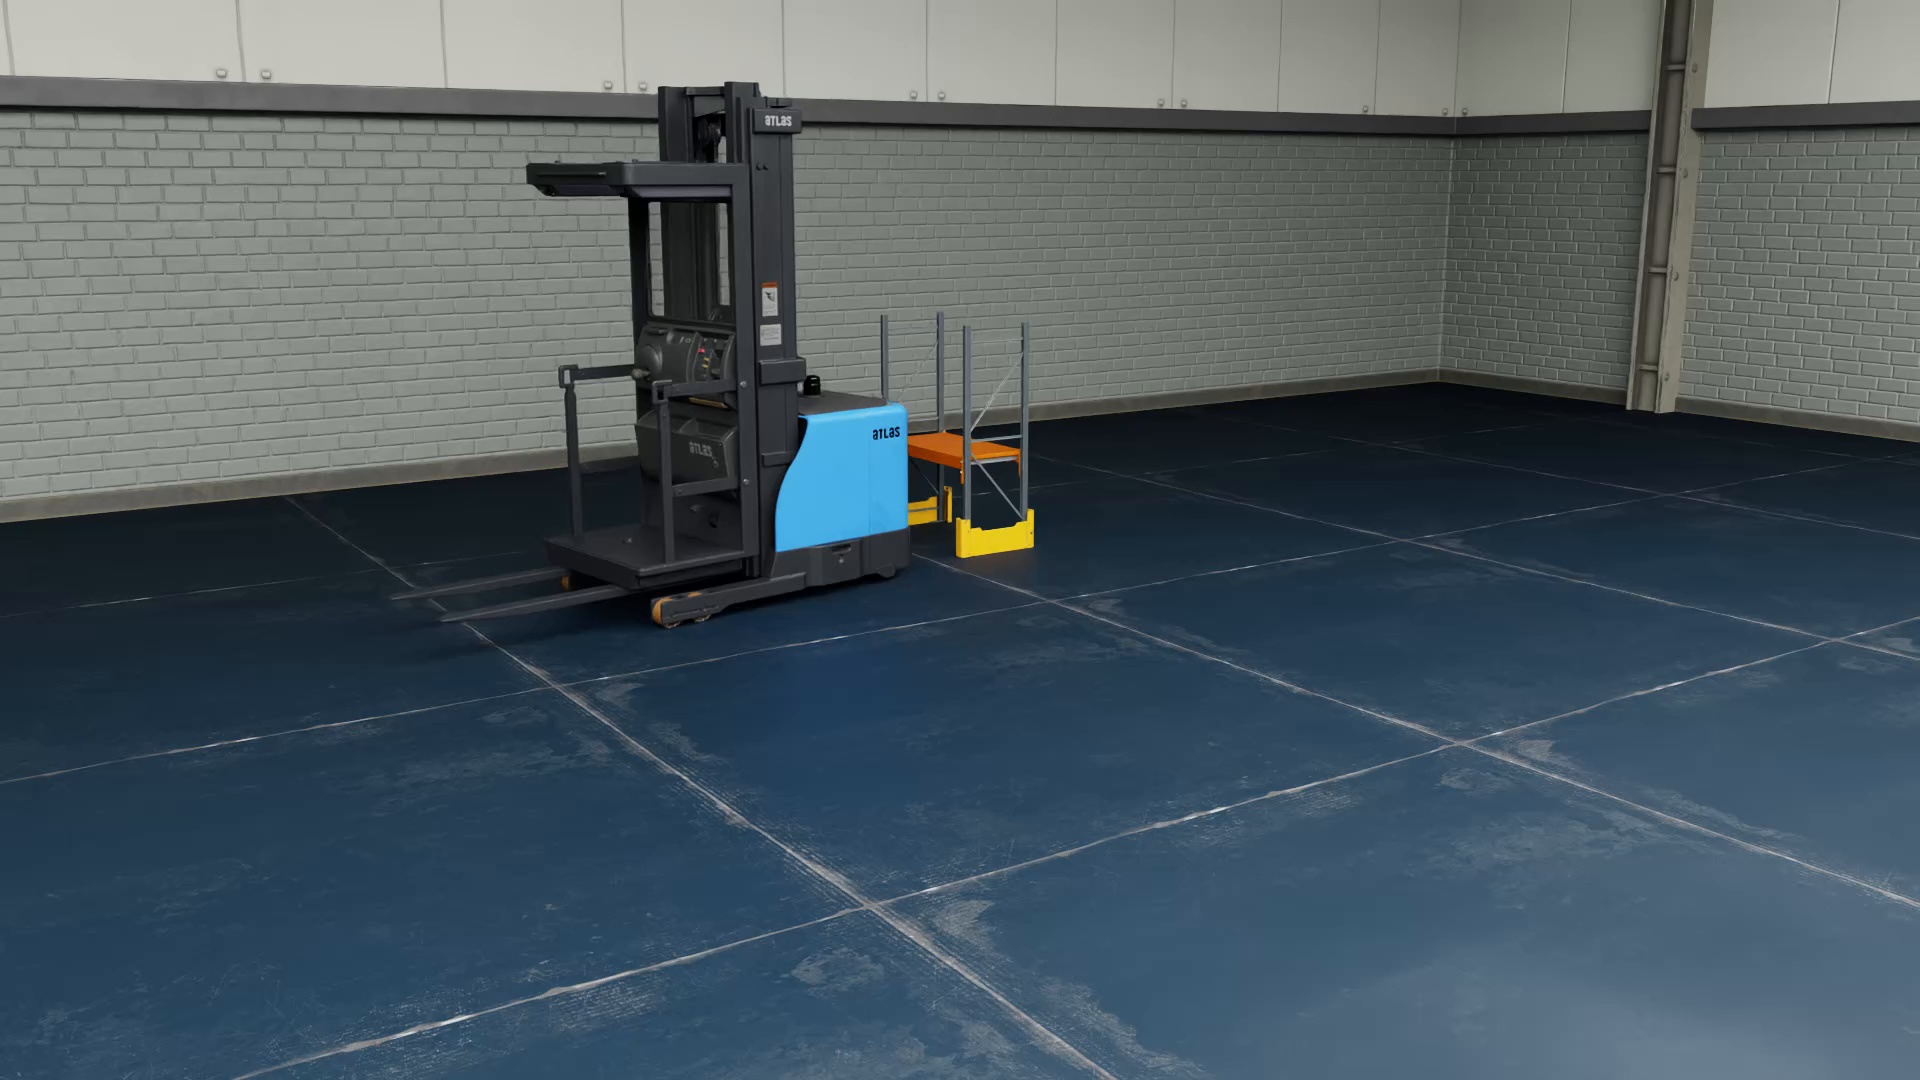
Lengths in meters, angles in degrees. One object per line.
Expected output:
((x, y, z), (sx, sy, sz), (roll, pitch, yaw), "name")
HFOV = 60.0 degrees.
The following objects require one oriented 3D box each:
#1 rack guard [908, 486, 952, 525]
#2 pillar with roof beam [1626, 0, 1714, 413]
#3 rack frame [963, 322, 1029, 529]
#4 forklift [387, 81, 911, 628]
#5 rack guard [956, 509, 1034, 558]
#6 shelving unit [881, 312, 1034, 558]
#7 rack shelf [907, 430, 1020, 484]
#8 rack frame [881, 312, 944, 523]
((-0.318, -0.224, 11.802), (0.587, 0.250, 0.087), (-8, 15, -33), "rack guard")
((3.757, -5.267, 14.382), (9.100, 9.000, 0.400), (-8, 15, -33), "pillar with roof beam")
((0.234, -0.657, 10.857), (0.500, 1.500, 0.032), (-8, 15, -33), "rack frame")
((-1.734, -1.073, 9.408), (3.031, 2.935, 1.130), (-11, 16, -41), "forklift")
((0.234, -0.047, 10.992), (0.587, 0.250, 0.087), (-8, 15, -33), "rack guard")
((-0.042, -0.746, 11.264), (0.587, 1.500, 1.083), (-8, 15, -33), "shelving unit")
((-0.047, -0.572, 11.309), (0.538, 0.185, 1.000), (-8, 15, -33), "rack shelf")
((-0.329, -0.838, 11.684), (0.500, 1.500, 0.032), (-8, 15, -33), "rack frame")
